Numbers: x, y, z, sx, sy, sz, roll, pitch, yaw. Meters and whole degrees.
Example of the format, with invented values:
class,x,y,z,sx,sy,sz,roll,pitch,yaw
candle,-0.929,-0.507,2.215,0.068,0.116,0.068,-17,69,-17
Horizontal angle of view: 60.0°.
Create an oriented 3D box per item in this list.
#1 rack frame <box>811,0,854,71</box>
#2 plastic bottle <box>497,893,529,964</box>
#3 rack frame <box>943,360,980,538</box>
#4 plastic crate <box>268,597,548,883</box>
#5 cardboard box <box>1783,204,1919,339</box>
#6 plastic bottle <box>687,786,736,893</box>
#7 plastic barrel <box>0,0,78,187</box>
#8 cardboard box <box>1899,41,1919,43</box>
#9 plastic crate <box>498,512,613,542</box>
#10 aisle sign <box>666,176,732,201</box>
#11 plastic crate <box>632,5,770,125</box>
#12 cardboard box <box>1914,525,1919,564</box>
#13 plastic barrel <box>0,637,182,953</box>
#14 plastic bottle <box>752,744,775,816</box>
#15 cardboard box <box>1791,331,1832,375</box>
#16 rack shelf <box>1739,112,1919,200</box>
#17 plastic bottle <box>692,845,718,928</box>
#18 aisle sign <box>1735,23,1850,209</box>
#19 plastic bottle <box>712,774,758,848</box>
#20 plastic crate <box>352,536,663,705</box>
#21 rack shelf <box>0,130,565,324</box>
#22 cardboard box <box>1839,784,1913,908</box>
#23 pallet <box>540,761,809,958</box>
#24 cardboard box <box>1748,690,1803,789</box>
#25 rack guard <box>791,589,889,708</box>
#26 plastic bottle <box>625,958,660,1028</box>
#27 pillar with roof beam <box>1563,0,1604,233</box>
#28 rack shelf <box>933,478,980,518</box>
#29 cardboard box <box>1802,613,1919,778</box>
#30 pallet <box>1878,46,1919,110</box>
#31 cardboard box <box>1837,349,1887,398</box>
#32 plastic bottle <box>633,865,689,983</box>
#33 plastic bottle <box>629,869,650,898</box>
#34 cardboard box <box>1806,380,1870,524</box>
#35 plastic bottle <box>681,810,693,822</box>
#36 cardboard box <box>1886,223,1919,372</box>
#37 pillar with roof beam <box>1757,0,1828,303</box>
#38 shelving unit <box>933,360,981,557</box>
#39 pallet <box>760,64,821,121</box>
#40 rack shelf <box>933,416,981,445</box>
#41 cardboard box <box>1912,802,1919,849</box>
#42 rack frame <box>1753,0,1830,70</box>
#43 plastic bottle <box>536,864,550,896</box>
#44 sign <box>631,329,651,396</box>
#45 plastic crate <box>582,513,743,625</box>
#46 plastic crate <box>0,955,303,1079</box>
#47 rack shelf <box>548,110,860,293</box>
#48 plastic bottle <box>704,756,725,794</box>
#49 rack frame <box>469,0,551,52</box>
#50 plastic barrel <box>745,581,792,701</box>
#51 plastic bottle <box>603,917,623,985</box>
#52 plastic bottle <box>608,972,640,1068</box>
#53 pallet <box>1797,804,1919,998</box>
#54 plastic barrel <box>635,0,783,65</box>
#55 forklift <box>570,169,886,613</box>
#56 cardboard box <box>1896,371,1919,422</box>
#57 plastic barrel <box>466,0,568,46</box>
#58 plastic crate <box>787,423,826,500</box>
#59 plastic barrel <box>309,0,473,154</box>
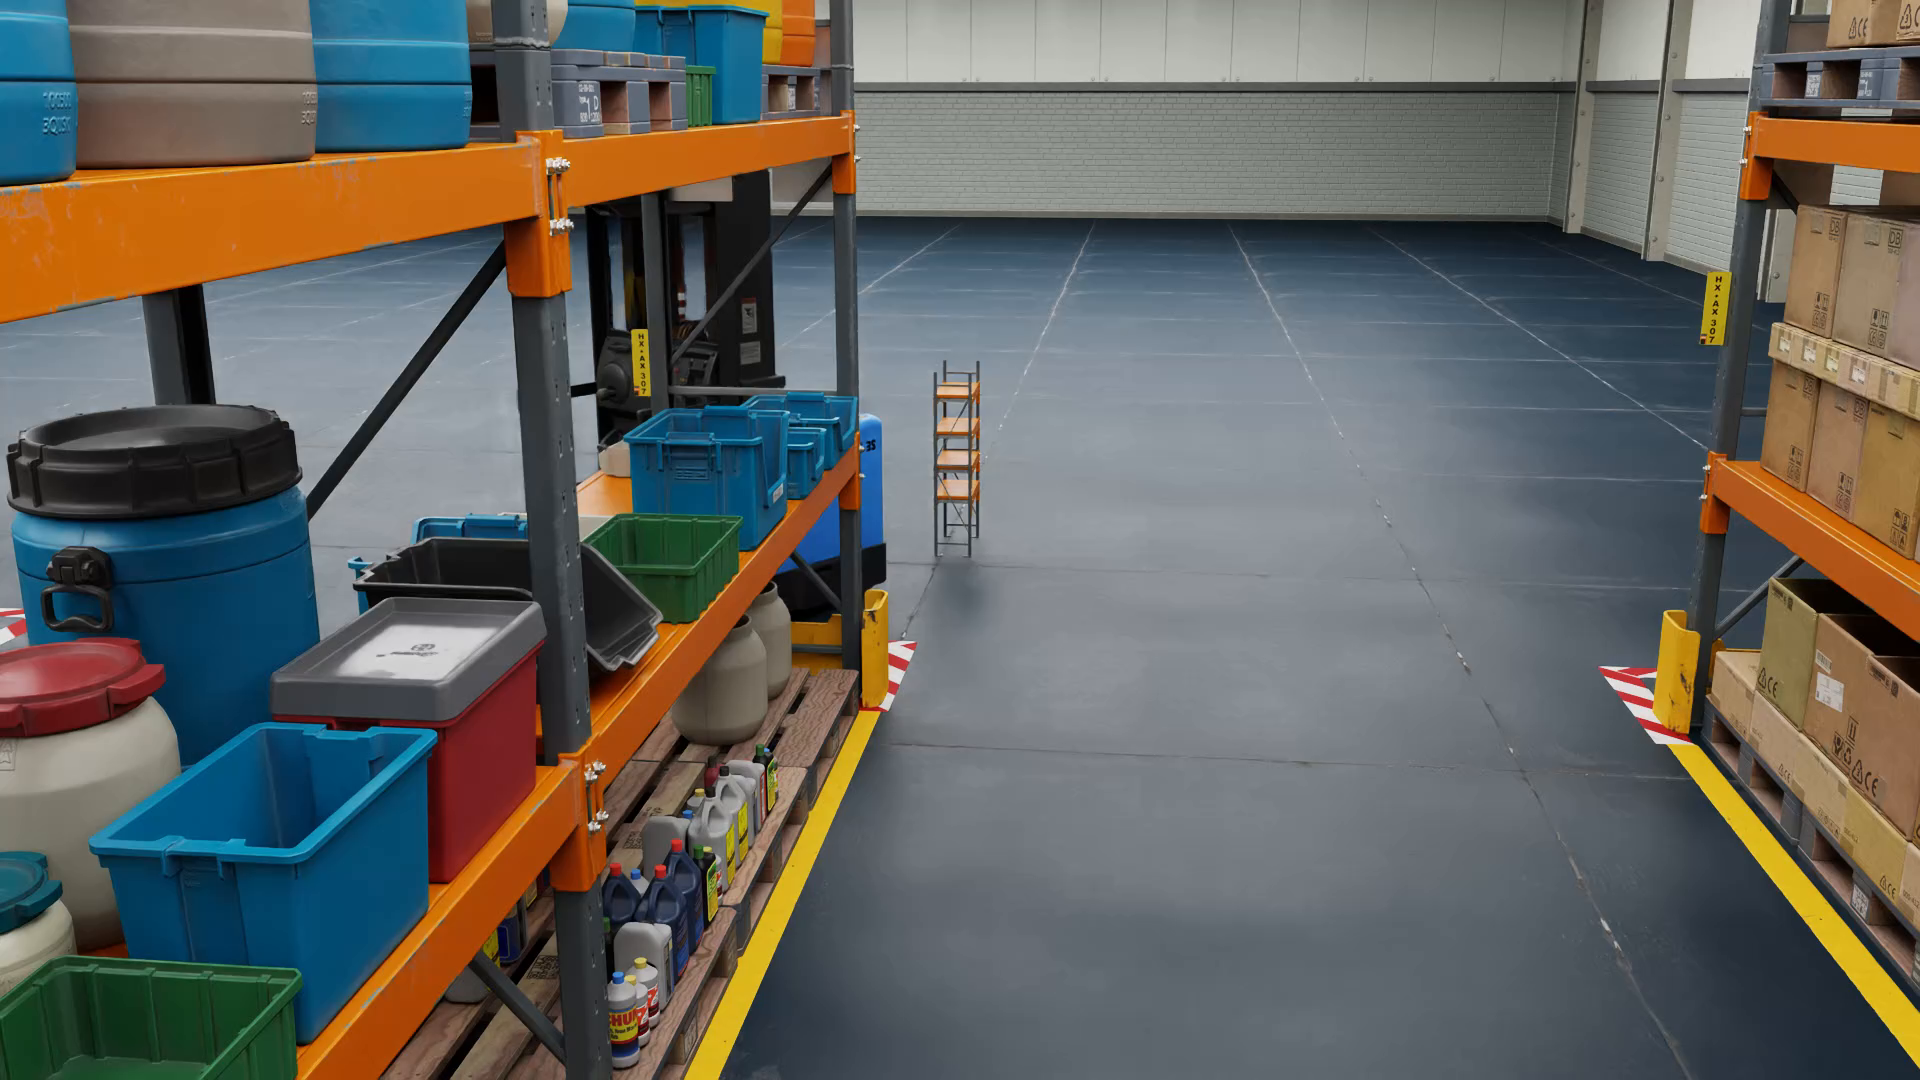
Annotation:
class,x,y,z,sx,sy,sz,roll,pitch,yaw
rack frame,-0.991,-3.605,7.253,1.000,3.000,0.127,2,15,6
plastic bottle,-1.485,1.204,5.339,0.152,0.276,0.135,2,15,6
rack frame,0.009,-0.600,11.081,0.240,1.200,0.015,2,15,6
plastic crate,-1.193,0.433,3.693,0.402,0.464,0.583,2,15,6
cardboard box,3.859,-1.102,6.813,0.700,0.500,0.500,2,15,6
plastic bottle,-0.870,1.039,5.806,0.144,0.351,0.185,2,15,6
plastic barrel,-1.432,-0.884,1.976,0.600,0.901,0.708,2,15,6
cardboard box,3.622,-1.859,5.952,0.380,0.149,0.250,2,15,6
plastic crate,-1.511,0.028,5.819,0.530,0.136,0.437,2,15,6
aisle sign,-1.274,-1.991,7.798,0.394,0.787,0.004,2,15,6
plastic crate,-0.907,-1.645,5.785,0.392,0.384,0.575,2,15,6
cardboard box,3.693,-0.088,5.548,0.700,0.500,0.500,2,15,8
plastic barrel,-1.768,0.505,3.288,0.433,0.535,0.433,0,15,0
plastic bottle,-0.758,0.910,6.410,0.061,0.283,0.133,2,15,8
cardboard box,3.645,-0.759,6.789,0.380,0.149,0.250,1,15,5
rack shelf,3.704,-1.144,5.277,1.077,0.370,4.000,2,15,6
plastic bottle,-0.858,1.140,5.560,0.061,0.283,0.133,2,15,9
aisle sign,3.633,-1.843,7.250,0.394,0.787,0.004,2,15,6
plastic bottle,-0.834,0.984,6.153,0.152,0.276,0.135,1,15,5
plastic crate,-1.257,0.227,4.696,0.767,0.338,0.504,2,15,6
rack shelf,-1.668,-0.253,1.983,1.077,0.370,4.000,2,15,6
cardboard box,3.478,1.084,5.868,0.500,0.250,0.500,2,15,6
pallet,-1.190,1.185,6.377,1.003,0.211,1.213,2,15,6
cardboard box,3.596,0.825,6.827,0.500,0.250,0.500,2,15,6
rack guard,-0.953,0.519,8.284,1.175,0.500,0.348,2,15,6
plastic bottle,-0.948,1.345,4.960,0.097,0.201,0.097,0,15,0
pillar with roof beam,8.741,-11.013,34.652,9.100,9.000,0.400,2,15,6
rack shelf,-0.019,-0.280,10.916,0.258,0.148,0.480,2,15,6
cardboard box,3.550,0.593,6.248,0.500,0.500,0.500,2,15,6
pallet,3.689,-1.467,5.264,1.003,0.211,1.213,2,15,6
cardboard box,3.584,-0.629,6.308,0.380,0.149,0.250,1,15,5
plastic bottle,-0.939,1.198,5.217,0.144,0.351,0.185,2,15,8
plastic bottle,-1.043,1.195,5.379,0.097,0.271,0.097,0,15,0
cardboard box,3.810,-0.353,6.529,0.700,0.500,0.500,2,15,8
plastic bottle,-0.974,1.071,5.975,0.097,0.201,0.097,0,15,0
cardboard box,3.749,-0.835,5.825,0.700,0.500,0.500,2,15,6
pillar with roof beam,7.387,-7.901,23.142,9.100,9.000,0.400,2,15,6
shelving unit,-0.019,-0.536,10.847,0.258,1.200,0.503,2,15,6
pallet,-1.182,-1.854,6.886,1.003,0.211,1.213,2,15,6
rack shelf,-0.019,-0.687,10.806,0.258,0.148,0.480,2,15,6
cardboard box,3.434,0.852,5.289,0.500,0.500,0.500,2,15,6
rack frame,3.930,-3.458,6.710,1.000,3.000,0.127,2,15,6
plastic bottle,-1.470,1.080,5.784,0.061,0.283,0.133,2,15,6
sign,-1.537,-0.860,8.064,0.100,0.325,0.005,2,15,6
plastic crate,-1.009,0.087,5.498,0.450,0.188,0.662,2,15,6
plastic crate,-1.359,0.891,2.526,0.450,0.188,0.662,2,15,6
rack shelf,-1.217,-1.291,5.820,1.077,0.370,4.000,2,15,6
plastic bottle,-0.924,0.941,6.296,0.061,0.283,0.133,2,15,6
rack frame,-1.443,-2.567,3.416,1.000,3.000,0.127,2,15,6
plastic barrel,-0.990,0.463,7.666,0.421,0.512,0.421,0,15,0
plastic bottle,-1.068,1.270,5.079,0.061,0.283,0.133,2,15,6
plastic bottle,-0.971,1.364,4.756,0.097,0.271,0.097,0,15,0
pallet,3.745,1.299,5.952,1.003,0.211,1.213,2,15,6
plastic barrel,-0.994,-2.151,6.458,0.600,0.588,0.600,0,15,0
forklift,-1.782,-0.898,8.868,1.130,2.935,3.031,13,20,39
cardboard box,3.528,-0.494,5.807,0.380,0.149,0.250,2,15,6
plastic barrel,-1.199,-1.482,4.130,0.421,0.512,0.421,0,15,0
plastic crate,-0.829,-0.330,6.921,0.499,0.251,0.408,2,15,6
plastic barrel,-1.284,-1.223,3.231,0.600,0.901,0.708,2,15,6
